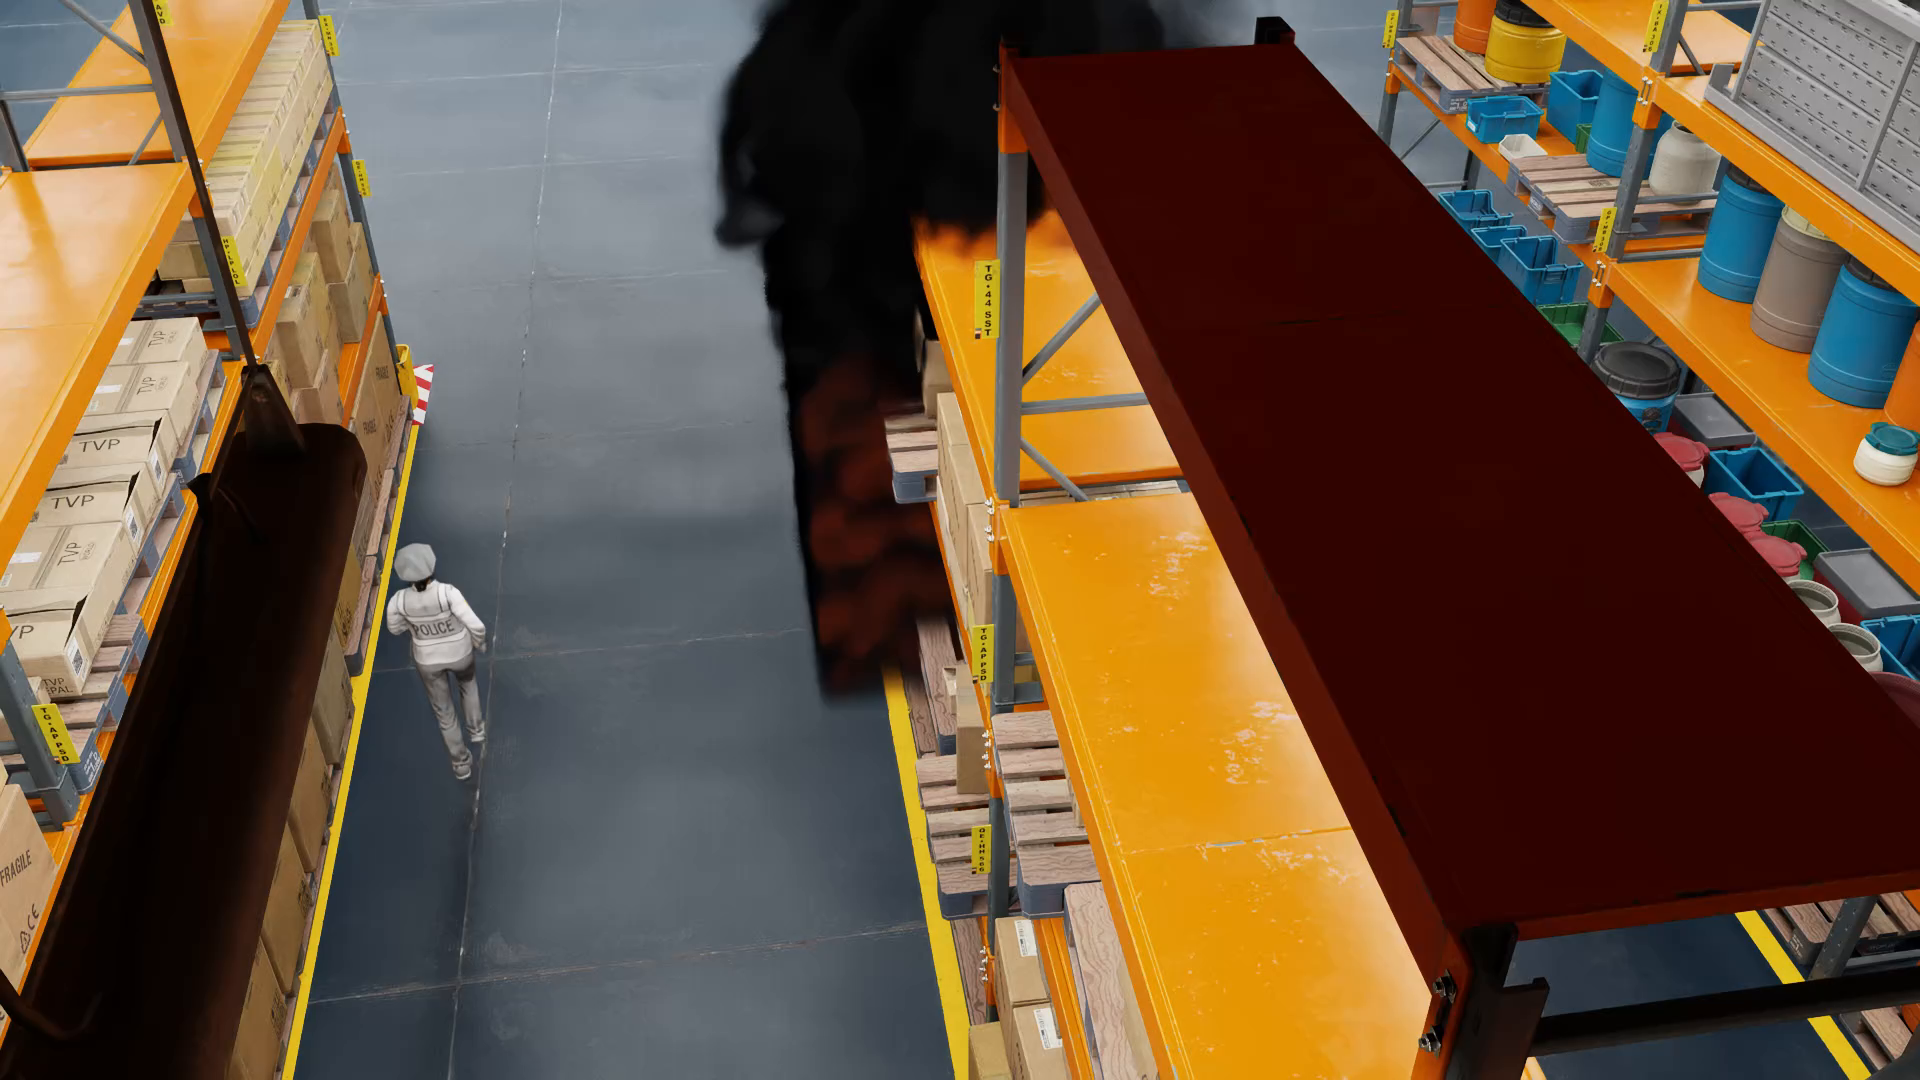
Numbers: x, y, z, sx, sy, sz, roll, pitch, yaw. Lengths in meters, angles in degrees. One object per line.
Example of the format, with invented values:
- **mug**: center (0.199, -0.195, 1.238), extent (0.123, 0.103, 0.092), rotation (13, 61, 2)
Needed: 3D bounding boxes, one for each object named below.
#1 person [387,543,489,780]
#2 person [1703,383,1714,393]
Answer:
- **person**: center (-3.264, 0.754, 10.541), extent (0.591, 1.784, 0.654), rotation (-11, 38, -14)
- **person**: center (6.347, -1.629, 13.733), extent (0.648, 1.809, 0.778), rotation (-6, 37, -9)
